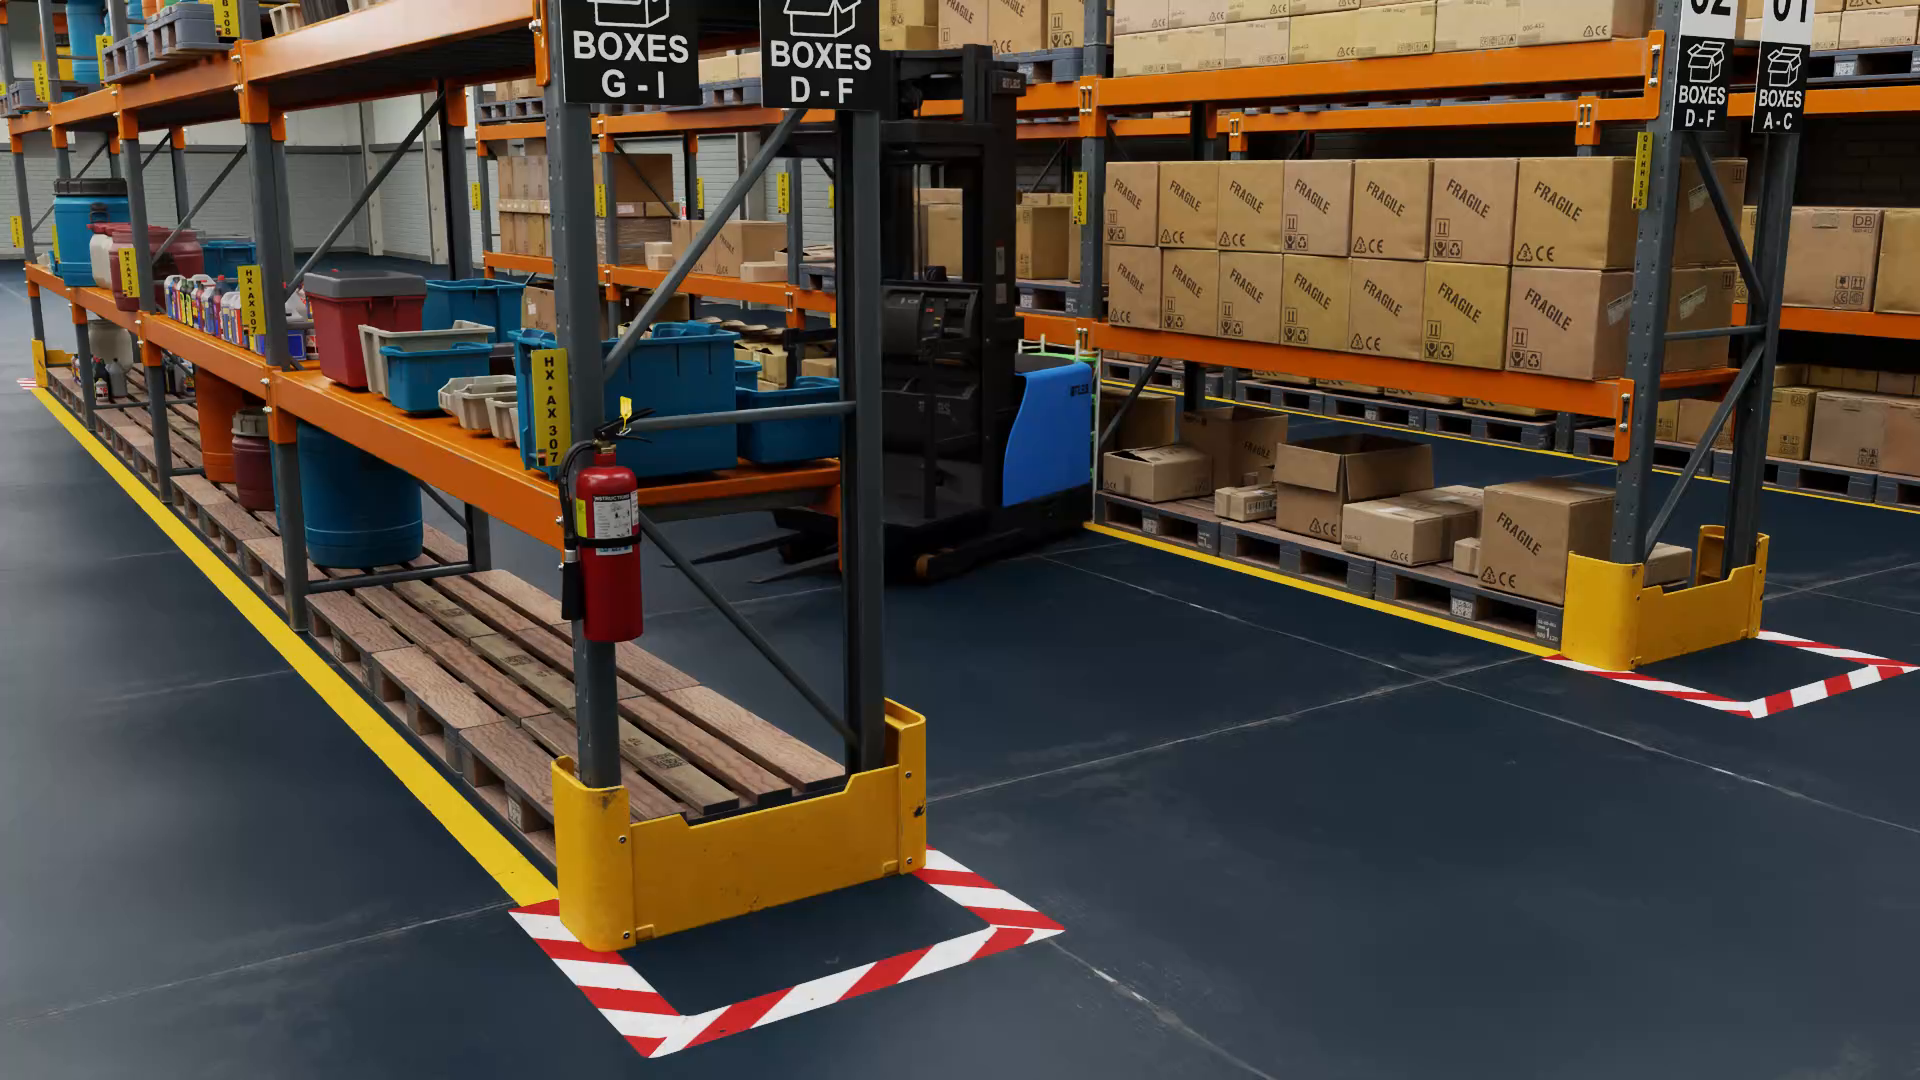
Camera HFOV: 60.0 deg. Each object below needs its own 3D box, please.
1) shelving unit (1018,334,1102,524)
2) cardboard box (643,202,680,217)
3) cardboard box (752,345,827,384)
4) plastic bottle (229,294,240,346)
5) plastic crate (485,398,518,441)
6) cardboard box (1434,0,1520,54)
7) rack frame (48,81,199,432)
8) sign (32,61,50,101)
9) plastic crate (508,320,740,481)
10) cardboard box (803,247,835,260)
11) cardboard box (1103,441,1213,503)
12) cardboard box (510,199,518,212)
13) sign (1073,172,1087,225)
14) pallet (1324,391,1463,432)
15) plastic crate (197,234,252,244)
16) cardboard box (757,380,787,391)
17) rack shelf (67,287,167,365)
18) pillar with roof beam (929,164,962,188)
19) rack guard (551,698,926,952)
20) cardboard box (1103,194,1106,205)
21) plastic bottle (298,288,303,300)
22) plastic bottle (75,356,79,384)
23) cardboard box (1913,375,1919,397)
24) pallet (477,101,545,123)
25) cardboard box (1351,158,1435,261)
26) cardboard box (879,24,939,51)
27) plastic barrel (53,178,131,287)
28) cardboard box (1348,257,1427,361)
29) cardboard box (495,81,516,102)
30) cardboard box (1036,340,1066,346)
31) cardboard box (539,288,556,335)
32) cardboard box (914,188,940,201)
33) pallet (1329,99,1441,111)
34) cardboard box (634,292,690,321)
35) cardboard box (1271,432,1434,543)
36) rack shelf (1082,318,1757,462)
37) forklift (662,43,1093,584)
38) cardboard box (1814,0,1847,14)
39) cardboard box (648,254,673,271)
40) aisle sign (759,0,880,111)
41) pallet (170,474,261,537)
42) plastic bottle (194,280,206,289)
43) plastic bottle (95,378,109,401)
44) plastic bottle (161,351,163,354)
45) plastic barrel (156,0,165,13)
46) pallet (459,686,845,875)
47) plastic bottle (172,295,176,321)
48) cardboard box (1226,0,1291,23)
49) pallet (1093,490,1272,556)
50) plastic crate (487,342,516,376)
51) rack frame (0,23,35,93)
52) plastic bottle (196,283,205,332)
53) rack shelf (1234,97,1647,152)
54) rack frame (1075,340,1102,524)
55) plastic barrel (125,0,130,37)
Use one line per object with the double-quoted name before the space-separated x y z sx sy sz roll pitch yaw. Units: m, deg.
"shelving unit" 0.632 -0.720 10.829 0.503 1.200 0.258 12 15 43
"cardboard box" -3.202 -3.514 17.658 0.380 0.149 0.250 -8 15 -33
"cardboard box" -1.494 -1.566 14.644 0.500 0.311 0.500 -8 14 -31
"plastic bottle" -3.952 -1.219 9.206 0.152 0.276 0.135 -8 15 -33
"plastic crate" -1.443 -0.435 5.808 0.396 0.136 0.243 -8 15 -33
"cardboard box" 2.662 -2.486 8.039 0.500 0.250 0.500 -8 15 -33
"rack frame" -7.340 -2.492 14.737 1.000 3.000 0.127 -8 15 -33
"sign" -7.804 -3.899 14.127 0.100 0.325 0.005 -8 15 -33
"plastic crate" -1.033 -0.442 5.139 0.616 0.435 0.499 -8 15 -33
"cardboard box" -1.164 -2.393 14.491 0.500 0.311 0.500 -7 14 -29
"cardboard box" 1.270 -0.456 10.691 0.500 0.311 0.500 -8 15 -33
"cardboard box" -5.107 -3.969 19.736 0.380 0.149 0.250 -8 15 -33
"sign" 0.758 -2.154 10.482 0.100 0.325 0.005 -8 15 -33
"pallet" 4.169 -1.225 15.471 1.003 0.211 1.213 -8 15 -33
"plastic crate" -5.765 -2.136 12.957 0.402 0.464 0.583 -8 15 -33
"cardboard box" -1.493 -1.293 14.707 0.500 0.250 0.500 -8 15 -31
"rack shelf" -6.232 -1.785 13.187 1.077 0.370 4.000 -8 15 -33
"pillar with roof beam" -3.785 -6.775 20.280 9.100 9.000 0.400 -8 15 -33
"rack guard" -0.668 0.866 5.232 1.175 0.500 0.348 -8 15 -33
"cardboard box" 1.855 -3.620 18.632 0.700 0.500 0.500 -6 14 -25
"plastic bottle" -4.368 -1.599 11.116 0.097 0.201 0.097 0 12 0
"plastic bottle" -8.622 -1.665 16.313 0.097 0.271 0.097 0 12 0
"cardboard box" 6.901 -1.080 11.630 0.380 0.149 0.250 -8 15 -32
"pallet" -5.061 -5.083 19.768 1.003 0.211 1.213 -8 15 -33
"cardboard box" 2.387 -1.709 8.581 0.500 0.500 0.500 -8 14 -31
"cardboard box" -0.158 -3.624 12.657 0.910 0.500 0.500 -8 15 -33
"plastic barrel" -7.379 -2.633 14.205 0.600 0.901 0.708 -8 15 -33
"cardboard box" 2.397 -1.221 8.691 0.500 0.500 0.500 -8 15 -32
"cardboard box" -5.116 -5.476 19.807 0.797 0.503 0.637 -7 14 -29
"cardboard box" 1.329 -2.530 19.730 0.700 0.500 0.500 -8 14 -31
"cardboard box" -4.490 -2.629 19.059 0.500 0.500 0.500 -8 15 -33
"cardboard box" -0.452 -4.287 21.491 0.500 0.500 0.500 -8 14 -31
"pallet" 4.146 -4.020 15.143 1.003 0.211 1.213 -7 14 -30
"cardboard box" -3.211 -2.426 18.130 0.500 0.500 0.500 -8 15 -33
"cardboard box" 2.263 -0.317 9.604 0.797 0.503 0.637 -8 15 -33
"rack shelf" 2.326 -0.948 9.359 1.077 0.370 4.000 -8 15 -33
"forklift" -0.417 -1.306 9.475 1.130 2.935 3.031 9 15 34
"cardboard box" 6.069 -3.917 11.608 0.500 0.500 0.500 -8 15 -32
"cardboard box" -2.894 -2.773 16.611 0.380 0.149 0.250 -8 15 -33
"aisle sign" -0.405 -1.650 4.802 0.394 0.787 0.004 -8 15 -33
"pallet" -4.653 -0.283 11.163 1.003 0.211 1.213 -8 15 -33
"plastic bottle" -4.805 -1.504 10.518 0.097 0.271 0.097 0 12 0
"plastic bottle" -7.801 -1.368 15.115 0.097 0.201 0.097 0 12 0
"plastic bottle" -7.885 -1.748 16.505 0.144 0.351 0.185 -7 14 -30
"plastic barrel" -4.812 -3.560 10.610 0.600 0.830 0.708 -8 15 -33
"pallet" -1.116 0.853 5.967 1.003 0.211 1.213 -8 15 -33
"plastic bottle" -5.058 -1.527 10.790 0.097 0.201 0.097 0 12 0
"cardboard box" 1.826 -2.997 9.203 0.500 0.250 0.500 -8 15 -33
"pallet" 1.597 -0.171 10.648 1.003 0.211 1.213 -8 15 -33
"plastic crate" -2.064 -0.797 7.489 0.437 0.125 0.590 -8 15 -33
"rack frame" -9.557 -6.134 17.349 1.000 3.000 0.127 -8 15 -33
"plastic bottle" -4.551 -1.398 10.005 0.061 0.283 0.133 -8 15 -33
"rack shelf" 4.231 -3.712 14.976 1.077 0.370 4.000 -8 15 -33
"rack frame" 0.805 -0.683 10.662 0.015 1.200 0.240 12 15 43
"plastic barrel" -6.516 -4.021 13.535 0.600 0.901 0.600 0 12 0
